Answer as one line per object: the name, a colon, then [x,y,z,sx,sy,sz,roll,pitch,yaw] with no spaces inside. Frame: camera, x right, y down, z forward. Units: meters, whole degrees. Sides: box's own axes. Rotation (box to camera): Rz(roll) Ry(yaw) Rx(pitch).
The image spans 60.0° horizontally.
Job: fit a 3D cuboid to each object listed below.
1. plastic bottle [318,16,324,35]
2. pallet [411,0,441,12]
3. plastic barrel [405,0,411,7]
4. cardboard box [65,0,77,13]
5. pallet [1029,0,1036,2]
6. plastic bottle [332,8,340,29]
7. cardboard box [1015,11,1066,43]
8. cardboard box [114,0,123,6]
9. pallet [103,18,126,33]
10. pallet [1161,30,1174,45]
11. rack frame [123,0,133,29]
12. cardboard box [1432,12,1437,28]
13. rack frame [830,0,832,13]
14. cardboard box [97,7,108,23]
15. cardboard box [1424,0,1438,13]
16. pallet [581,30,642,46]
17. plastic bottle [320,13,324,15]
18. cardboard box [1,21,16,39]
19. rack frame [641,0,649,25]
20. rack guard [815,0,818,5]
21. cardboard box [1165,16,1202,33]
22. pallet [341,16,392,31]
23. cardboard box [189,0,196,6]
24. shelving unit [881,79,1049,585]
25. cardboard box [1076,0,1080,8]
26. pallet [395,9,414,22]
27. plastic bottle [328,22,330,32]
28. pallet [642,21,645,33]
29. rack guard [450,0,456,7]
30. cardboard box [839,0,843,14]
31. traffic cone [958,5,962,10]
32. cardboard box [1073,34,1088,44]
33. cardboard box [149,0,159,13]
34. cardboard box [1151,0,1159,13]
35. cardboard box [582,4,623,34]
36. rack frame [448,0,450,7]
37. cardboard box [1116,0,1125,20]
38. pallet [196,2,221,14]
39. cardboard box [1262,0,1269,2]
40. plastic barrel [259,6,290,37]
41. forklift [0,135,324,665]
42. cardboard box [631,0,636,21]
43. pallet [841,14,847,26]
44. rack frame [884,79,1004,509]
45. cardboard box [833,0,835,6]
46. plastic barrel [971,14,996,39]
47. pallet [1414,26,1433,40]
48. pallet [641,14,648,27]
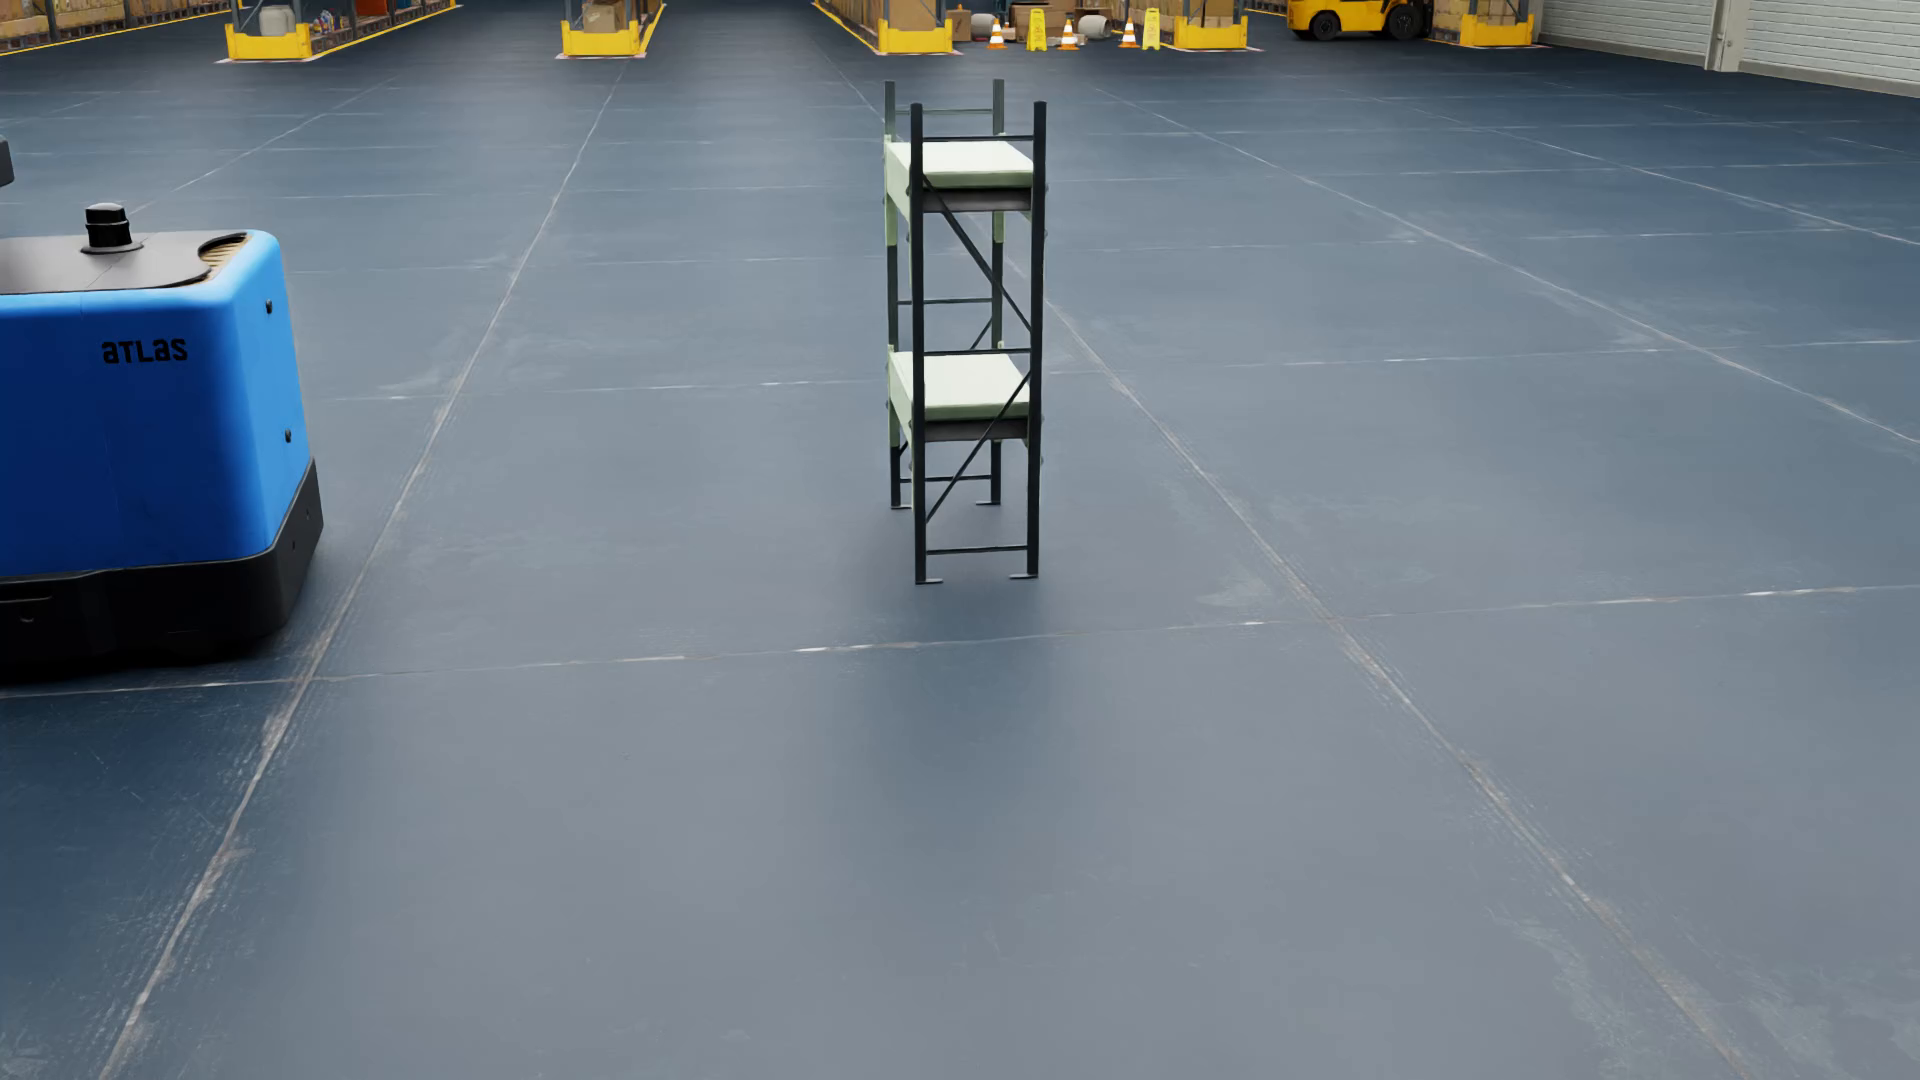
plastic bottle: [-10.513,-8.465,27.347,0.061,0.283,0.133,-3,21,-7]
pallet: [-12.599,-12.333,38.436,1.003,0.211,1.213,-3,21,-8]
plastic barrel: [-12.214,-11.988,35.925,0.600,0.901,0.708,-3,21,-8]
cardboard box: [-15.904,-9.446,29.247,0.500,0.311,0.500,-3,21,-8]
pallet: [2.221,-13.097,40.482,1.003,0.211,1.213,-3,21,-8]
plastic bottle: [-10.744,-8.950,28.550,0.144,0.351,0.185,-3,21,-9]
cardboard box: [1.404,-8.869,28.744,0.637,0.503,0.797,17,27,39]
cardboard box: [-16.282,-10.332,31.622,0.500,0.311,0.500,-2,21,-6]
pallet: [-16.521,-9.737,31.484,1.003,0.211,1.213,-3,21,-8]
pallet: [4.069,-8.561,28.337,1.003,0.211,1.213,-3,21,-8]
rack frame: [-16.601,-11.330,31.764,1.000,3.000,0.127,-3,21,-8]
cardboard box: [8.568,-9.212,29.422,0.500,0.250,0.500,-3,21,-7]
rack frame: [-2.451,-13.429,37.383,1.000,3.000,0.127,-3,21,-8]
cardboard box: [-16.136,-9.716,30.773,0.500,0.250,0.500,-2,21,-7]
cardboard box: [8.537,-9.457,29.366,0.500,0.250,0.500,-3,21,-9]
pallet: [-5.910,-8.483,28.127,1.003,0.211,1.213,-3,21,-8]
plastic bottle: [-10.859,-8.833,28.342,0.152,0.276,0.135,-3,21,-8]
cardboard box: [-15.520,-8.185,26.674,0.500,0.250,0.500,-3,21,-8]
rack frame: [-6.798,-11.828,33.099,1.000,3.000,0.127,-3,21,-8]
rack guard: [-3.017,-13.616,41.458,1.175,0.500,0.348,-3,21,-8]
cardboard box: [3.776,-8.742,28.164,0.500,0.250,0.500,-3,21,-8]
pallet: [-11.626,-10.002,32.194,1.003,0.211,1.213,-3,21,-8]
cardboard box: [-17.024,-11.818,36.284,0.500,0.311,0.500,-3,21,-8]
shelving unit: [0.001,-0.700,5.448,0.431,1.500,0.755,-3,21,-8]
cardboard box: [2.992,-11.773,35.387,0.875,0.875,0.875,-3,21,-8]
pallet: [-12.026,-10.965,34.771,1.003,0.211,1.213,-3,21,-8]
plastic bottle: [-10.606,-8.606,27.842,0.097,0.201,0.097,0,20,0]
pallet: [-6.335,-9.407,30.600,1.003,0.211,1.213,-3,21,-8]
rack guard: [-12.868,-13.185,40.304,1.175,0.500,0.348,-3,21,-8]
cardboard box: [-1.876,-10.971,33.418,1.050,0.750,0.750,-3,21,-8]
traffic cone: [0.003,-10.011,31.858,0.336,0.463,0.334,-3,21,-8]
cardboard box: [1.974,-8.575,28.461,0.380,0.149,0.250,8,22,20]
cardboard box: [-16.532,-10.892,33.536,0.500,0.500,0.500,-3,21,-8]
cardboard box: [3.644,-9.438,28.957,0.500,0.500,0.500,-3,21,-9]
cardboard box: [-5.718,-8.301,26.628,0.500,0.500,0.500,1,20,2]
rack frame: [-12.852,-14.348,39.846,1.000,3.000,0.127,-3,21,-8]
cardboard box: [3.507,-10.091,31.601,0.950,0.372,0.625,-3,21,-7]
pallet: [-17.455,-12.070,37.731,1.003,0.211,1.213,-3,21,-8]
cardboard box: [7.277,-12.628,38.212,0.500,0.500,0.500,-3,21,-8]
plastic barrel: [-10.716,-8.064,25.975,0.421,0.512,0.421,0,20,0]
forklift: [-3.540,-1.091,4.449,3.031,2.935,1.130,-5,21,-12]
cardboard box: [-6.288,-9.692,30.323,0.700,0.500,0.500,-5,21,-12]
pallet: [-1.836,-10.461,33.422,1.003,0.211,1.213,-3,21,-8]
rack frame: [-0.052,-0.827,5.787,0.400,1.500,0.023,-3,21,-8]
cardboard box: [-2.529,-12.002,36.536,0.500,0.500,0.500,-2,21,-5]
plastic barrel: [0.383,-9.136,29.573,0.512,0.421,0.421,12,24,30]
pallet: [8.749,-9.188,30.014,1.003,0.211,1.213,-3,21,-8]
pallet: [-6.686,-10.251,32.862,1.003,0.211,1.213,-3,21,-8]
